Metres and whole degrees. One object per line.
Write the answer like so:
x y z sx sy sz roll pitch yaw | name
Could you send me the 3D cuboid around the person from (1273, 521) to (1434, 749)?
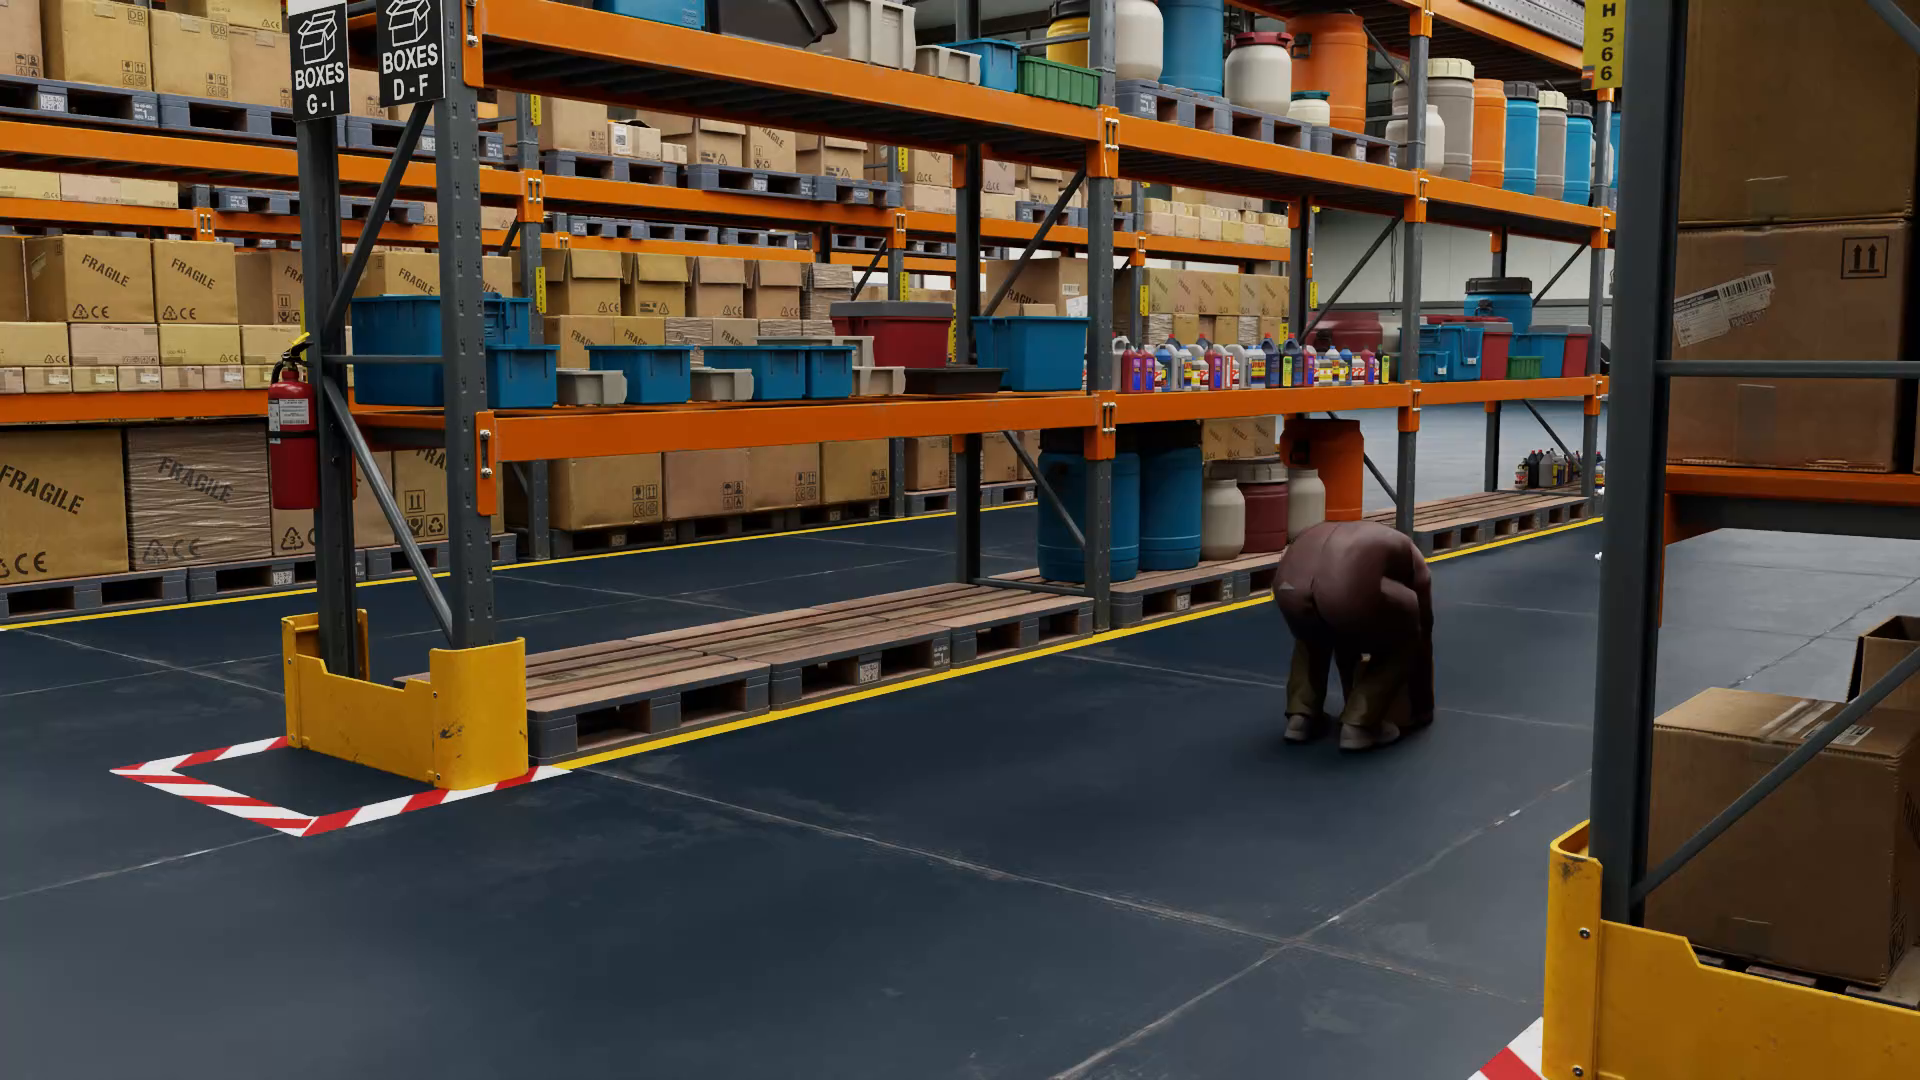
1.606 0.357 6.703 0.592 0.895 0.953 5 8 36 | person
